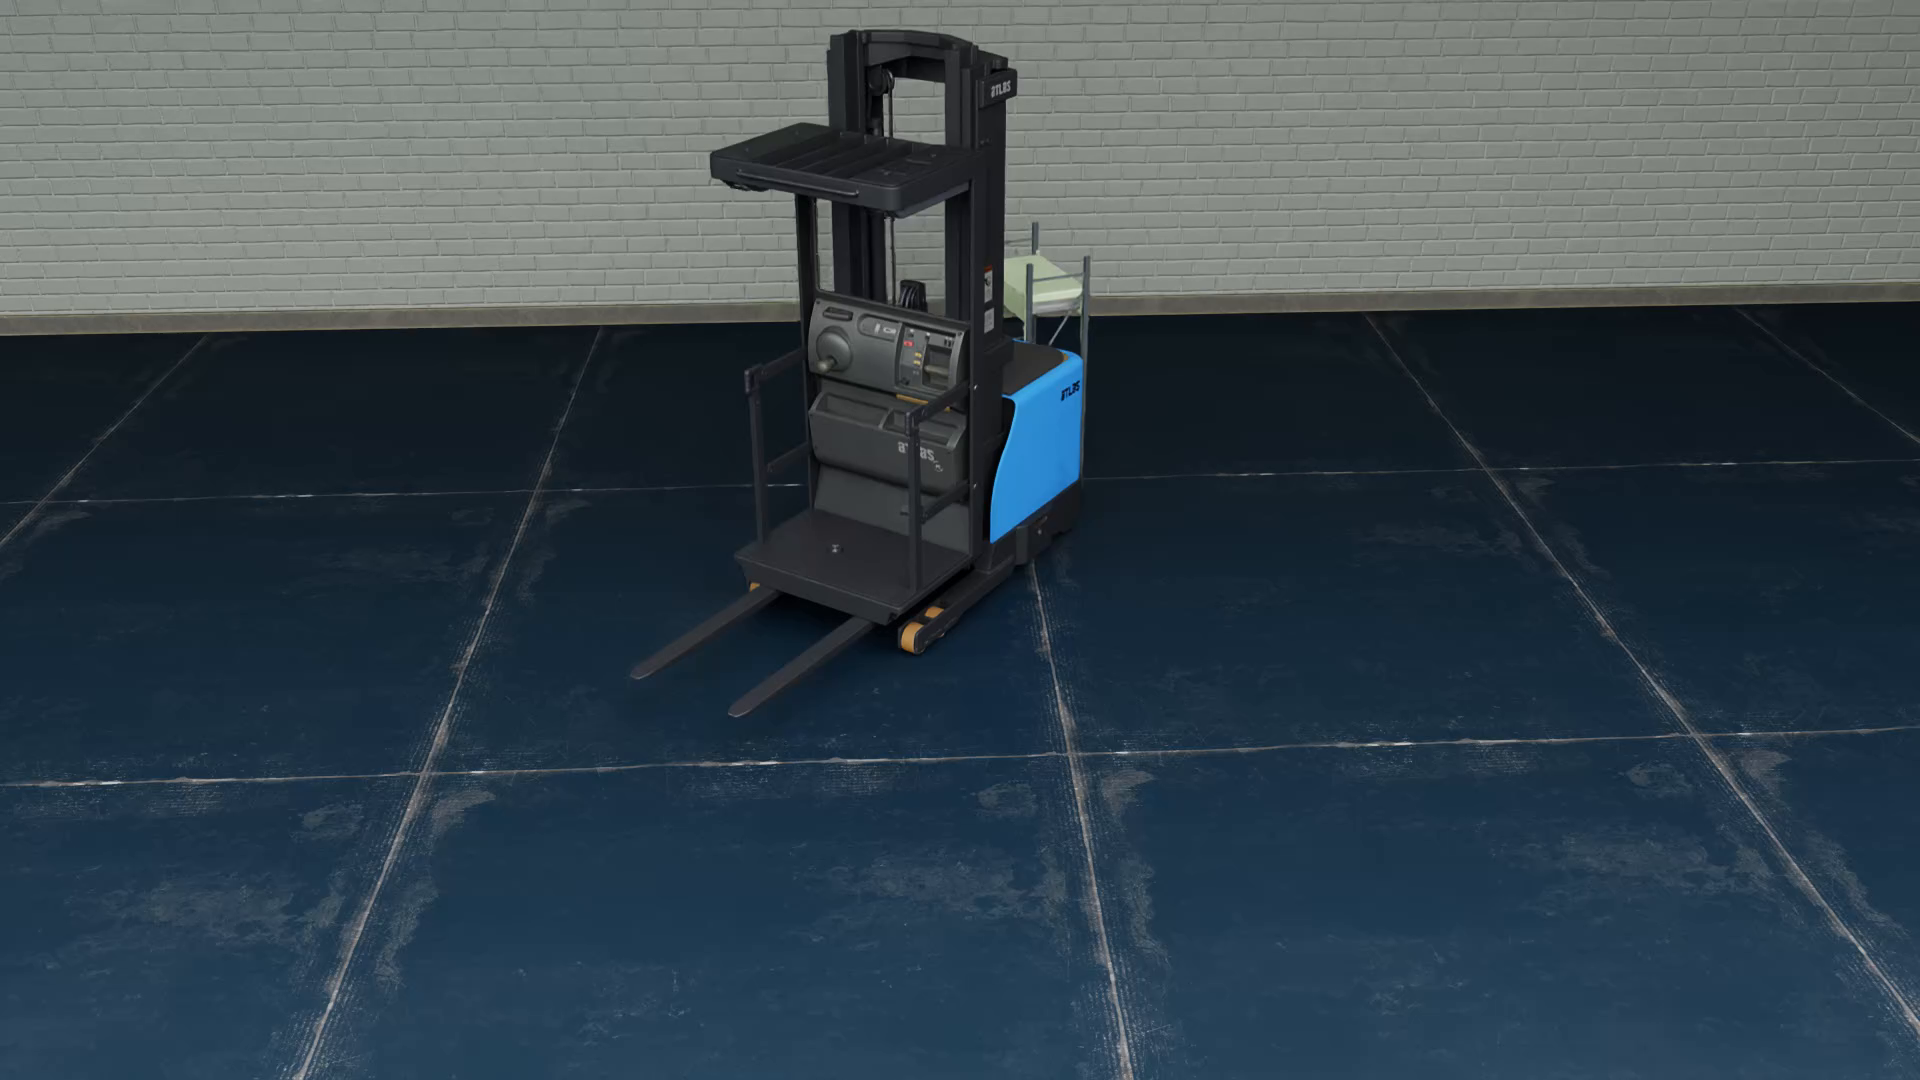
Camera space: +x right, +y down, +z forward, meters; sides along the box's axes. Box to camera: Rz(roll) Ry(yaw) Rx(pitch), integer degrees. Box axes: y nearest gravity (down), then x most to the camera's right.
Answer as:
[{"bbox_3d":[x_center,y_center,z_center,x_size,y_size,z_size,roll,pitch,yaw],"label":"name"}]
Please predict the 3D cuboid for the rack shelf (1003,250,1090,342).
[{"bbox_3d":[0.434,-1.455,10.073,0.431,0.370,0.720,-11,29,-19],"label":"rack shelf"}]

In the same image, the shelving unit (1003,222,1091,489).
[{"bbox_3d":[0.434,-1.109,10.254,0.431,1.500,0.755,-11,29,-19],"label":"shelving unit"}]

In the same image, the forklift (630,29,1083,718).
[{"bbox_3d":[-0.499,-0.955,8.411,1.130,2.935,3.031,16,32,28],"label":"forklift"}]

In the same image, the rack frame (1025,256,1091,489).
[{"bbox_3d":[0.571,-0.952,9.953,0.400,1.500,0.023,-11,29,-19],"label":"rack frame"}]

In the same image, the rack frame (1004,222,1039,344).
[{"bbox_3d":[0.297,-1.266,10.555,0.400,1.500,0.023,-11,29,-19],"label":"rack frame"}]

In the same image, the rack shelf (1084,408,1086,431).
[{"bbox_3d":[0.434,-0.820,10.404,0.431,0.370,0.720,-11,29,-19],"label":"rack shelf"}]
